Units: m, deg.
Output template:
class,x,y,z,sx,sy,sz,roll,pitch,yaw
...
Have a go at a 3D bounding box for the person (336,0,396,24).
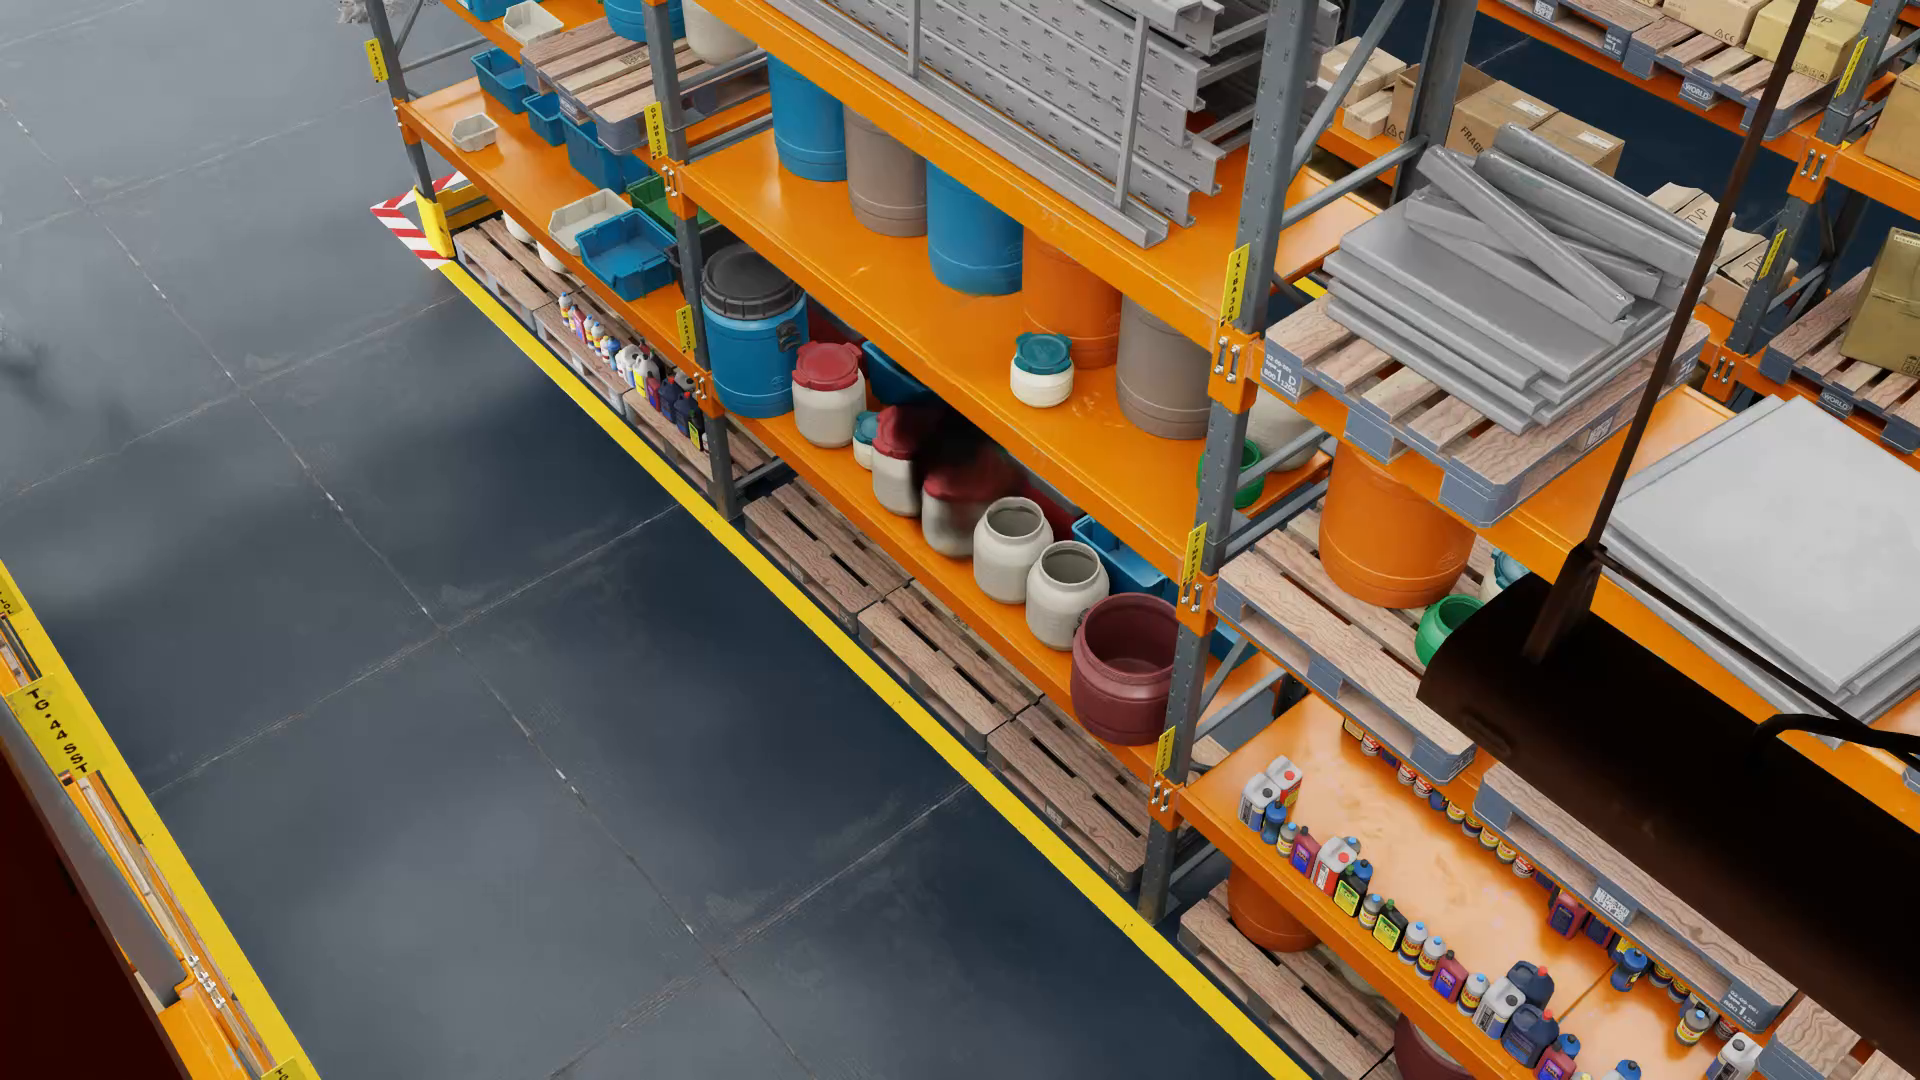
class,x,y,z,sx,sy,sz,roll,pitch,yaw
person,-5.562,-5.533,15.090,0.745,1.767,0.627,-8,47,-8
